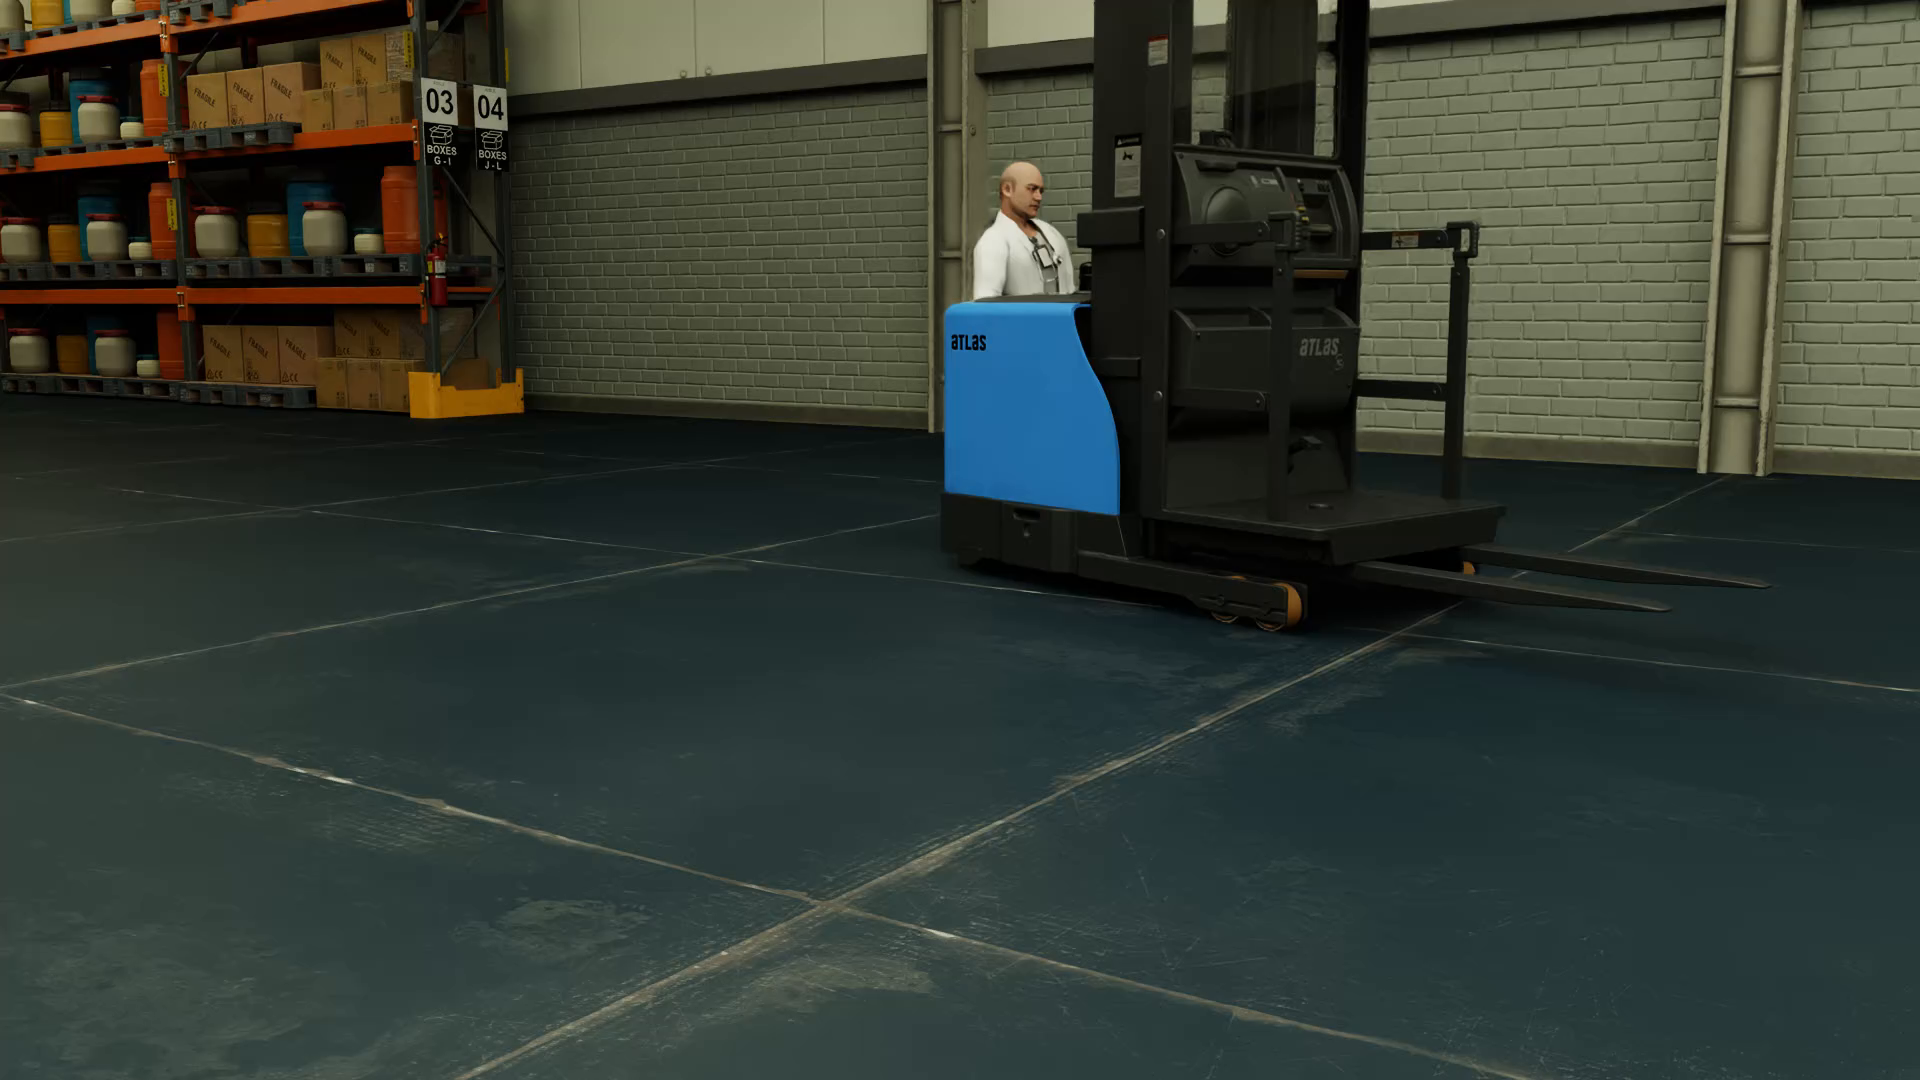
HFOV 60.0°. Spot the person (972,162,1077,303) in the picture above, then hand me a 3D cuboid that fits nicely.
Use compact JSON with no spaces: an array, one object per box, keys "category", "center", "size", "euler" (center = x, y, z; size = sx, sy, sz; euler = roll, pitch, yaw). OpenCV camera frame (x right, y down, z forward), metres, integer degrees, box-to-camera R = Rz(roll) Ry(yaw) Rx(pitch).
[{"category":"person","center":[0.419,-0.814,7.318],"size":[0.761,1.692,0.760],"euler":[-7,11,-41]}]

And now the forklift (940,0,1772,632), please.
[{"category":"forklift","center":[1.249,-1.228,5.826],"size":[1.130,2.935,3.031],"euler":[-7,10,-39]}]
